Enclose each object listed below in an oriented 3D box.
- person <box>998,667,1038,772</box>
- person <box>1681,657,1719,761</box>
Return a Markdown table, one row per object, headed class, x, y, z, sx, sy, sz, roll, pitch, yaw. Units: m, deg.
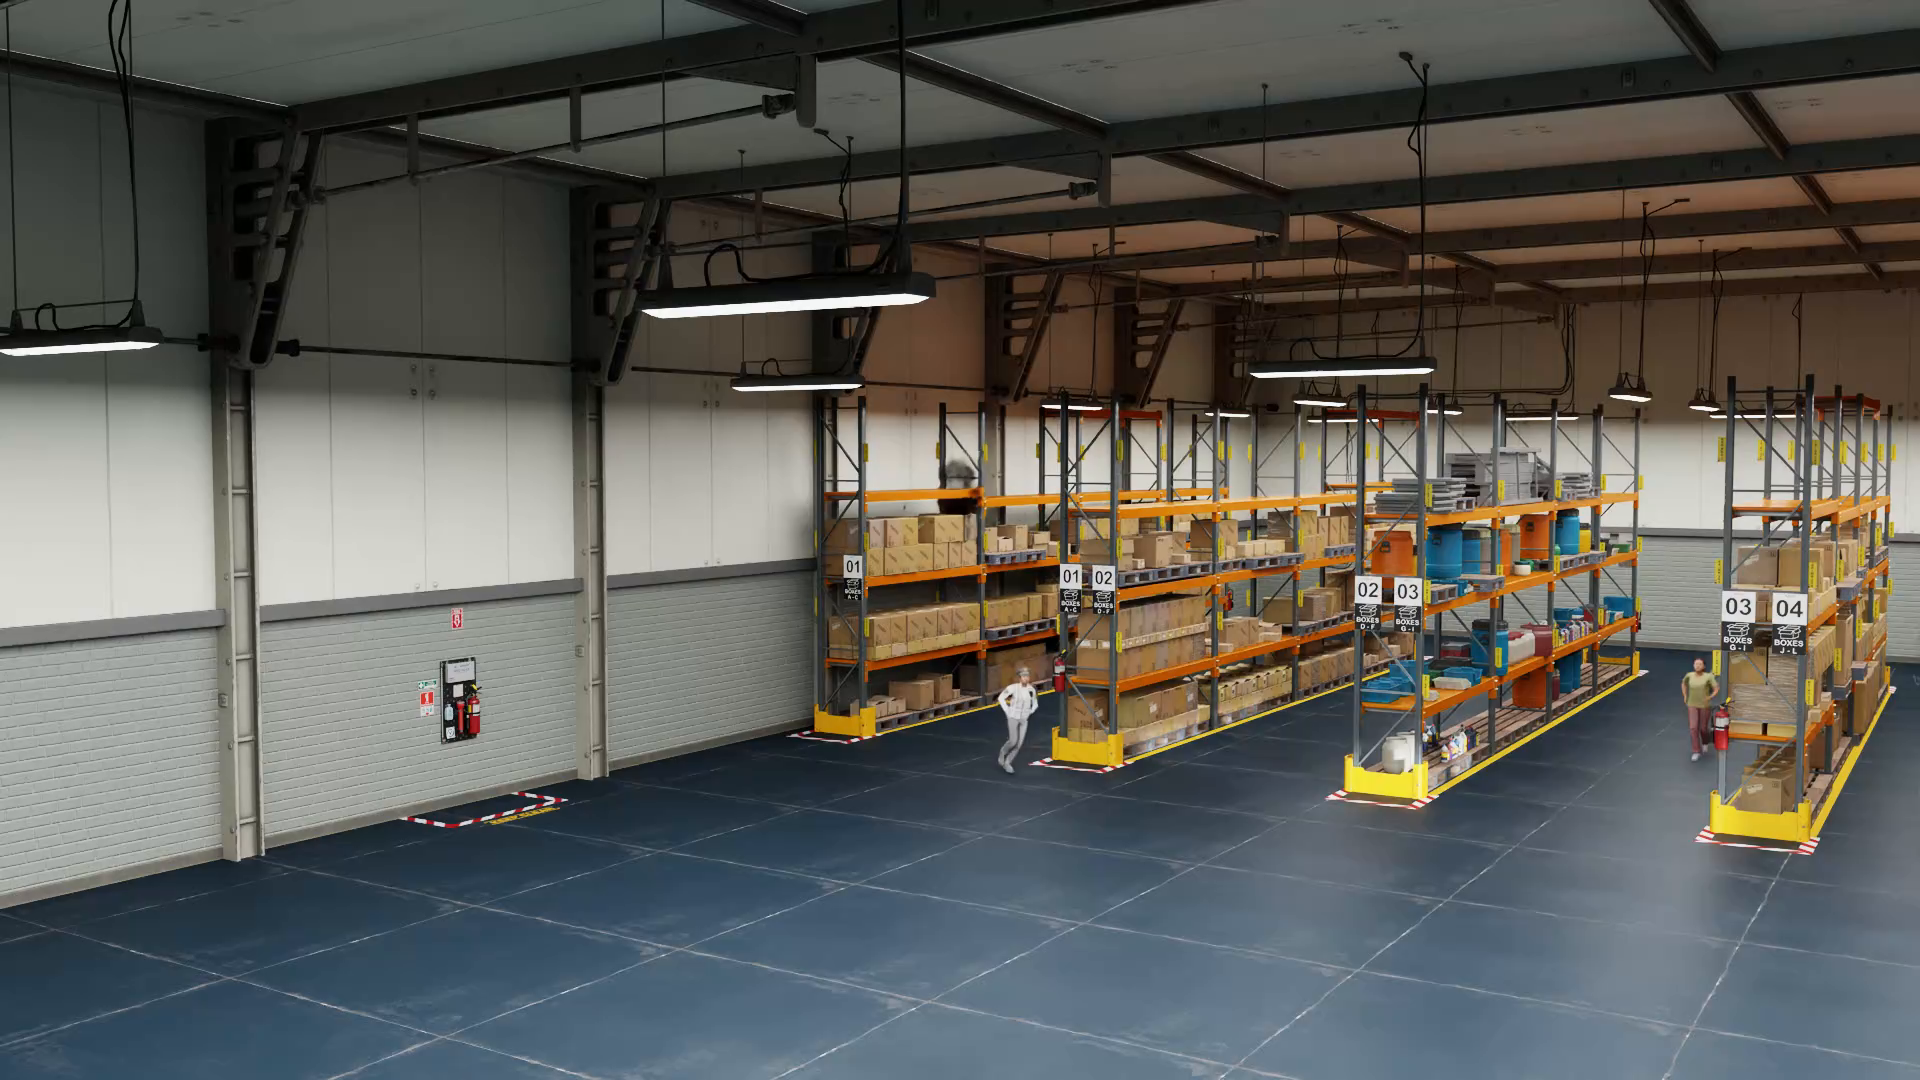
| class | x | y | z | sx | sy | sz | roll | pitch | yaw |
| --- | --- | --- | --- | --- | --- | --- | --- | --- | --- |
| person | 0.935 | 2.814 | 26.123 | 0.613 | 1.646 | 0.515 | -1 | 3 | -18 |
| person | 12.135 | 2.764 | 27.298 | 0.590 | 1.632 | 0.783 | 2 | 4 | 32 |
